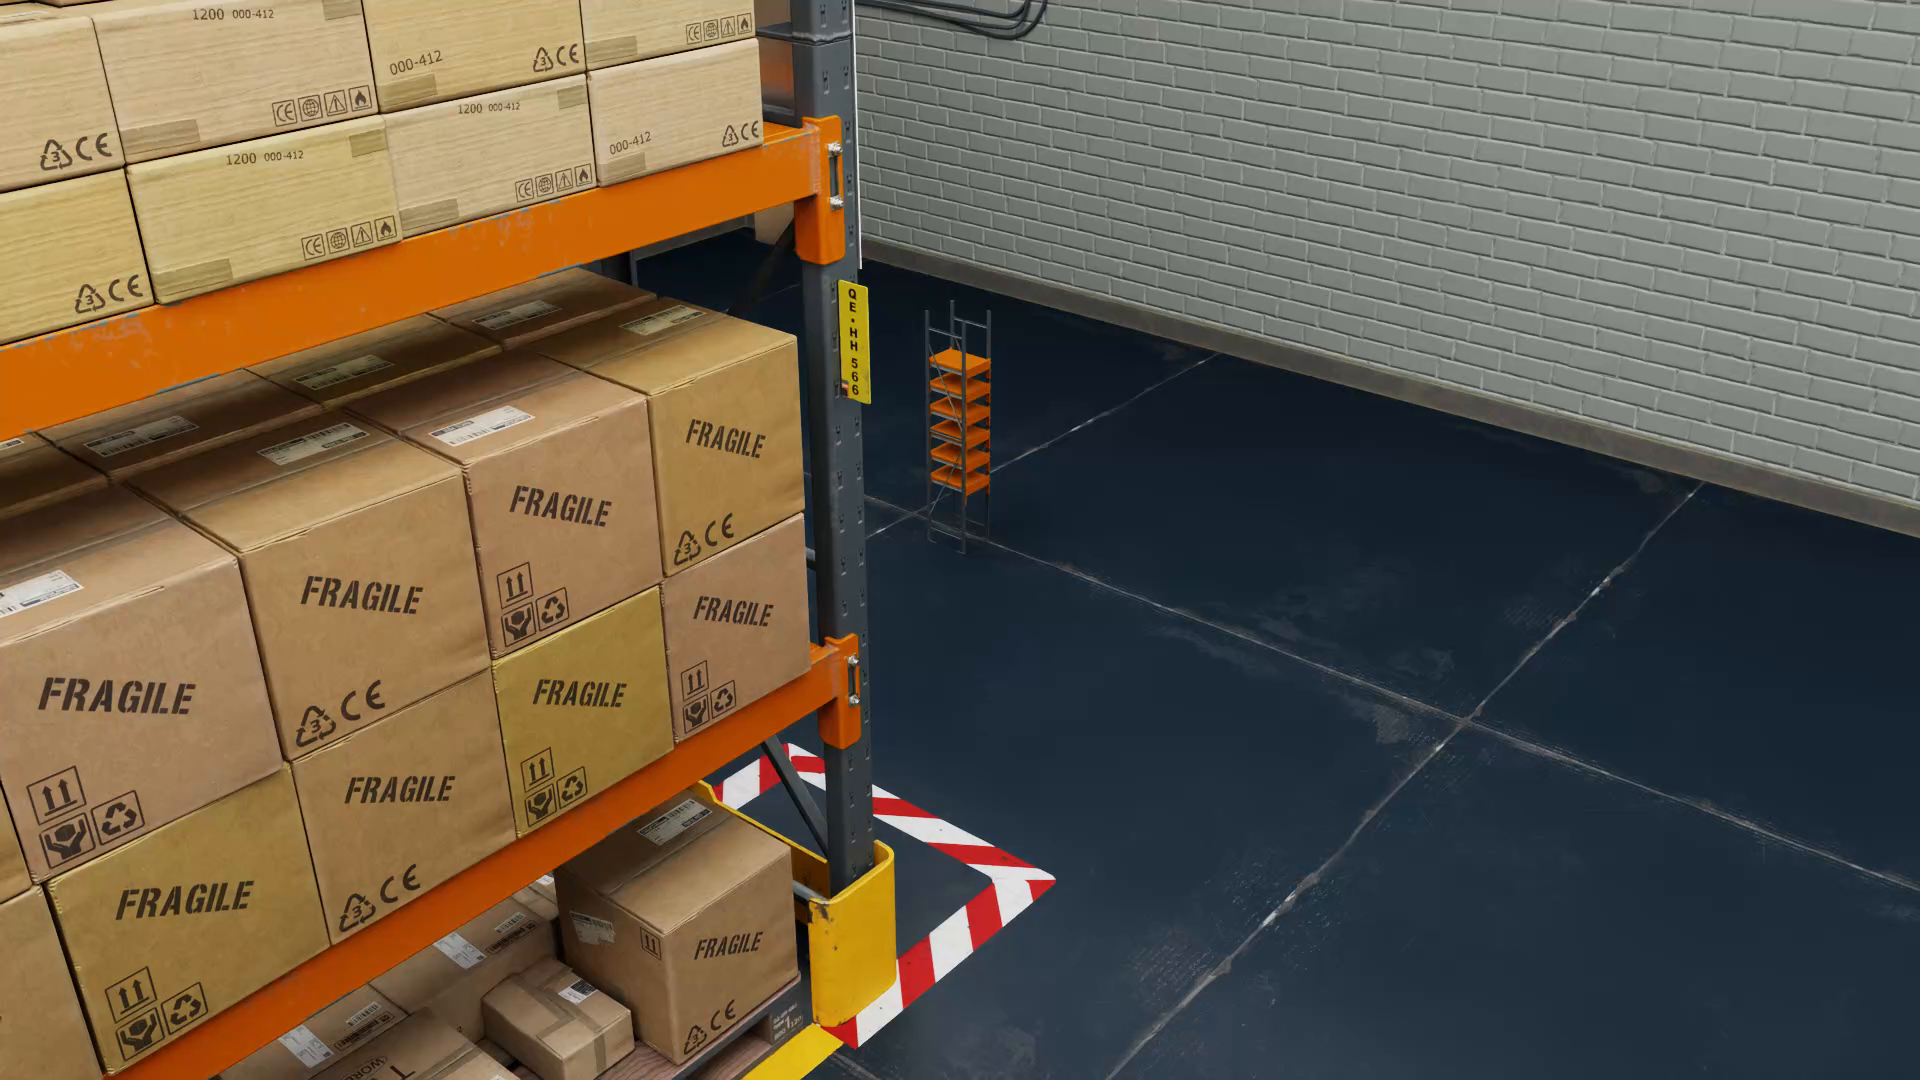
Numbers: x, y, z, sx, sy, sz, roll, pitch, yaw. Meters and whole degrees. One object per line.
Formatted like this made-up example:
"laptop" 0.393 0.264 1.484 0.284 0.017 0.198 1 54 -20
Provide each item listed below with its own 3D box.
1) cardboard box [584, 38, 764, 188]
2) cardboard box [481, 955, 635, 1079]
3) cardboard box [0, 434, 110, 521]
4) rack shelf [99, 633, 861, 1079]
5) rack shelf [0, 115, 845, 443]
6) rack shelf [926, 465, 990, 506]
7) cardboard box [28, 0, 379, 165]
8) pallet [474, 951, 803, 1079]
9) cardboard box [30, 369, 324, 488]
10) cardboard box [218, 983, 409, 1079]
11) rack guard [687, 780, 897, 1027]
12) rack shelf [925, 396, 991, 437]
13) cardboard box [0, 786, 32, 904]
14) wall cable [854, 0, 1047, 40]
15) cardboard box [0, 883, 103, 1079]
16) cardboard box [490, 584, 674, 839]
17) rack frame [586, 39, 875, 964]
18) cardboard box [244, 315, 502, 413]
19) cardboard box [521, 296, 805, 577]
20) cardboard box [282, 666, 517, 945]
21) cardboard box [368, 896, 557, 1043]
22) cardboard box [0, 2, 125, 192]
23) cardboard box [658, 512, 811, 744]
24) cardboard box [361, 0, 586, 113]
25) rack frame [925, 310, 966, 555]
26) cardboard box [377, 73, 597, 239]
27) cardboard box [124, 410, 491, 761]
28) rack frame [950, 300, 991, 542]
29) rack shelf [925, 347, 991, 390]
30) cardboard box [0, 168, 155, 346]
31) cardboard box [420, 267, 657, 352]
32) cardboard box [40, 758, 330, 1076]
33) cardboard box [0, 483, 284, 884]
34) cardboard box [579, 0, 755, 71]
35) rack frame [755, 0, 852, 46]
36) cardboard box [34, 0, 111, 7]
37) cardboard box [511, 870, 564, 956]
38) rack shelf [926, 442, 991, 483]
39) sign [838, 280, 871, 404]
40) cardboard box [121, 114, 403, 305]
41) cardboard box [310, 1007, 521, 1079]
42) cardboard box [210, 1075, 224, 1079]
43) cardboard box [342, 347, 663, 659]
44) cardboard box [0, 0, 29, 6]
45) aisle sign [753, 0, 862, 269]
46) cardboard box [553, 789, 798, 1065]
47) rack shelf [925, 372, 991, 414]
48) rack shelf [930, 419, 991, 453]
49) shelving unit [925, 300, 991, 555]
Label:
"cardboard box" -0.817 -1.041 3.897 0.500 0.250 0.500 21 34 34
"cardboard box" -1.176 1.410 4.865 0.380 0.166 0.250 21 34 34
"cardboard box" -2.150 0.101 3.594 0.500 0.500 0.500 20 34 34
"rack shelf" -1.966 0.994 3.848 1.077 0.370 4.000 21 34 34
"rack shelf" -1.966 -0.339 3.159 1.077 0.370 4.000 21 34 34
"rack shelf" -0.009 -0.275 8.095 0.258 0.103 0.180 21 34 34
"cardboard box" -1.462 -0.913 3.104 0.500 0.250 0.500 21 34 34
"pallet" -1.248 1.514 5.095 1.003 0.211 1.213 21 34 34
"cardboard box" -1.828 -0.080 3.943 0.500 0.500 0.500 21 34 35
"cardboard box" -1.894 1.455 4.686 0.500 0.250 0.500 21 34 34
"rack guard" -0.742 1.102 5.575 1.175 0.500 0.348 21 34 34
"rack shelf" -0.009 -0.595 7.930 0.258 0.103 0.180 21 34 34
"cardboard box" -2.066 0.445 2.929 0.500 0.500 0.500 20 33 33
"wall cable" -0.645 -4.668 10.859 3.097 2.526 0.112 21 34 34
"cardboard box" -2.060 0.879 3.178 0.500 0.500 0.500 21 34 34
"cardboard box" -1.096 0.344 4.212 0.500 0.500 0.500 21 34 35
"rack frame" -0.694 -0.035 5.053 1.000 3.000 0.127 21 34 34
"cardboard box" -1.506 -0.256 4.283 0.500 0.500 0.500 21 34 35
"cardboard box" -0.764 -0.285 4.340 0.500 0.500 0.500 20 34 34
"cardboard box" -1.417 0.519 3.873 0.500 0.500 0.500 21 34 35
"cardboard box" -1.576 1.278 5.029 0.500 0.250 0.500 21 34 34
"cardboard box" -1.775 -0.733 2.758 0.500 0.250 0.500 21 34 34
"cardboard box" -0.768 0.159 4.569 0.500 0.500 0.500 22 35 36
"cardboard box" -1.141 -1.089 3.445 0.500 0.250 0.500 21 34 34
"rack frame" -0.067 -0.495 7.902 0.240 1.200 0.006 21 34 34
"cardboard box" -1.143 -0.867 3.561 0.500 0.250 0.500 21 34 34
"cardboard box" -1.411 0.079 3.635 0.500 0.500 0.500 22 34 36
"rack frame" 0.049 -0.560 8.027 0.240 1.200 0.006 21 34 34
"rack shelf" -0.009 -0.808 7.819 0.258 0.103 0.180 21 34 34
"cardboard box" -1.782 -0.514 2.877 0.500 0.250 0.500 21 34 34
"cardboard box" -1.179 -0.443 4.645 0.500 0.500 0.500 22 35 36
"cardboard box" -1.738 0.698 3.528 0.500 0.500 0.500 20 34 34
"cardboard box" -1.738 0.261 3.283 0.500 0.500 0.500 22 35 36
"cardboard box" -0.824 -1.266 3.787 0.500 0.250 0.500 21 34 34
"rack frame" -0.694 -2.700 3.675 1.000 3.000 0.127 21 34 34
"cardboard box" -1.626 -1.308 3.052 0.700 0.500 0.500 21 34 34
"cardboard box" -1.384 1.165 5.339 0.380 0.166 0.250 21 34 34
"rack shelf" -0.009 -0.382 8.040 0.258 0.103 0.180 21 34 34
"sign" -0.278 -0.520 4.387 0.100 0.325 0.005 21 34 34
"cardboard box" -1.451 -0.686 3.211 0.500 0.250 0.500 21 34 34
"cardboard box" -1.477 1.584 4.438 0.500 0.250 0.500 21 34 34
"cardboard box" -2.047 1.629 4.075 0.797 0.503 0.637 21 34 34
"cardboard box" -1.085 -0.106 3.993 0.500 0.500 0.500 22 34 36
"cardboard box" -2.017 -1.158 2.762 0.700 0.500 0.500 21 34 34
"aisle sign" -0.414 -1.124 4.330 0.394 0.787 0.004 21 34 34
"cardboard box" -0.849 1.145 5.015 0.500 0.500 0.500 21 34 34
"rack shelf" -0.009 -0.701 7.875 0.258 0.103 0.180 21 34 34
"rack shelf" -0.009 -0.488 7.985 0.258 0.103 0.180 21 34 34
"shelving unit" -0.009 -0.528 7.964 0.258 1.200 0.189 21 34 34
